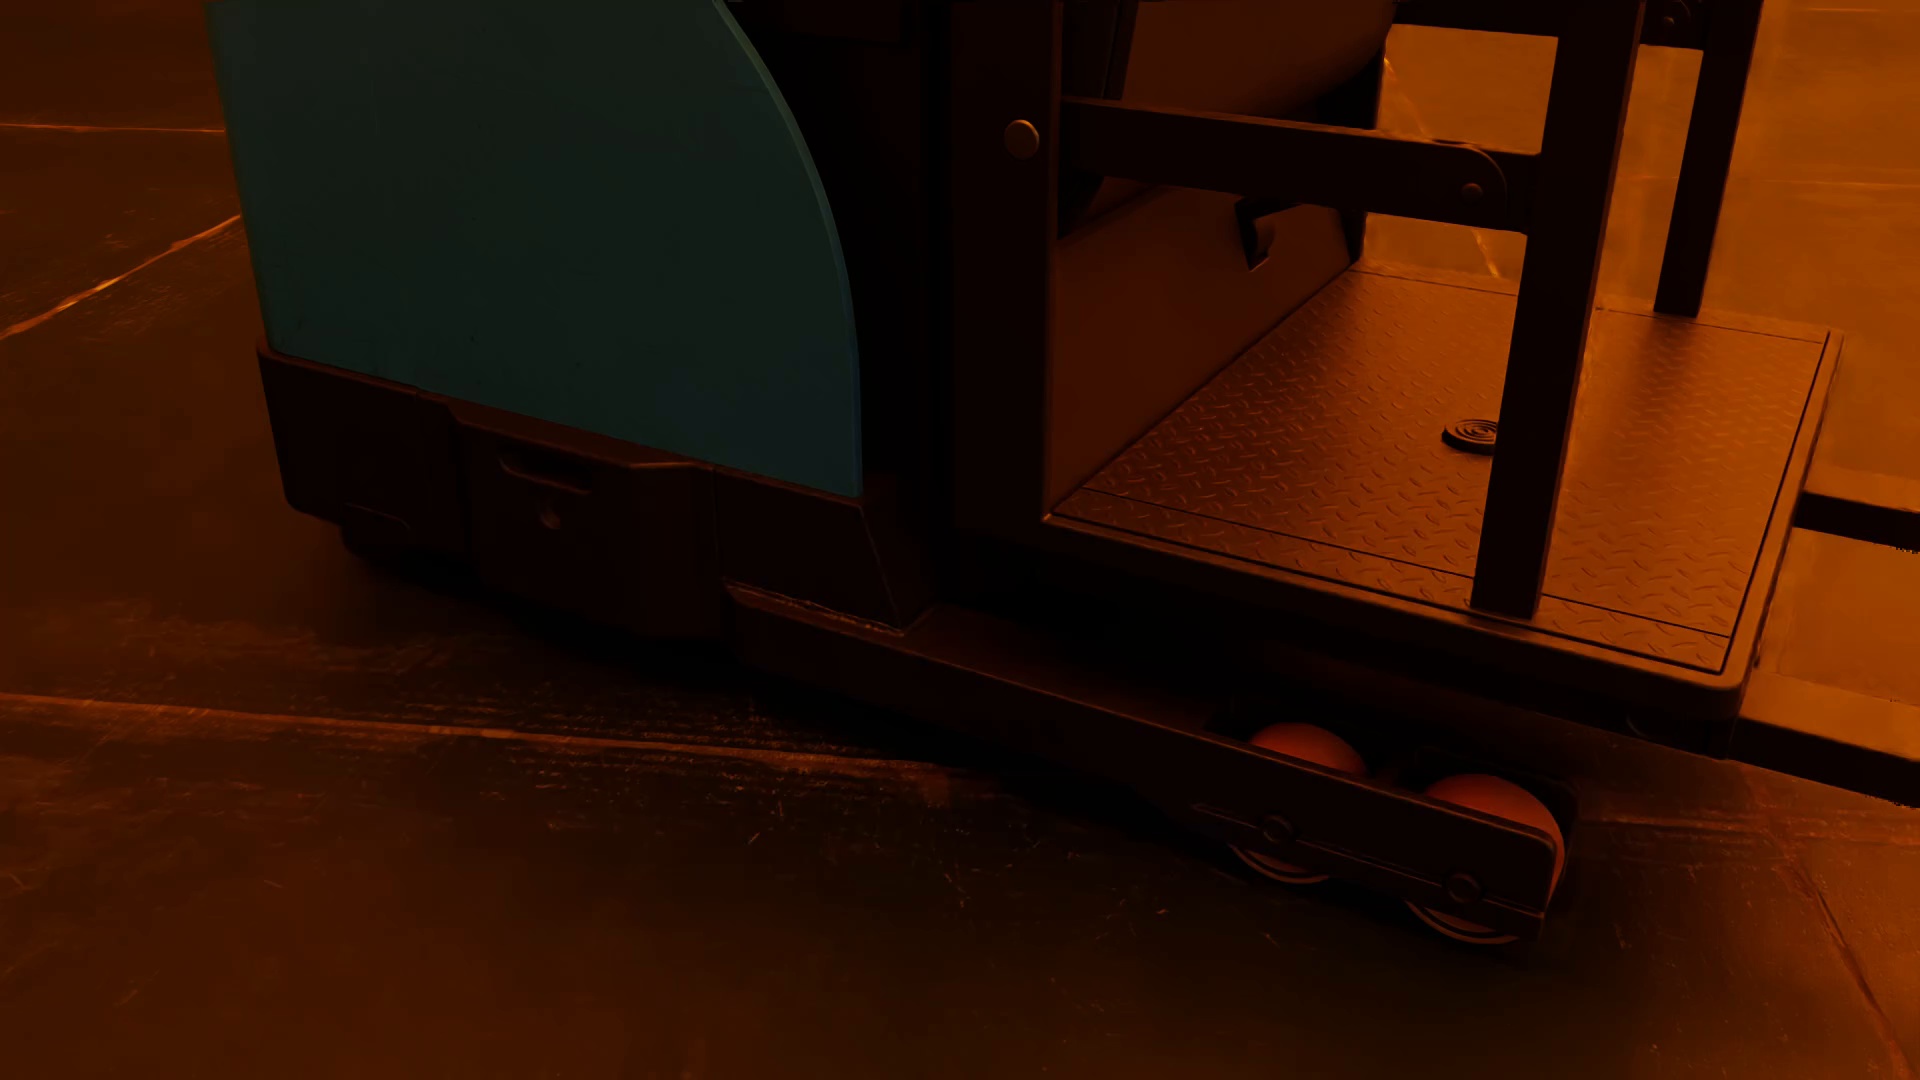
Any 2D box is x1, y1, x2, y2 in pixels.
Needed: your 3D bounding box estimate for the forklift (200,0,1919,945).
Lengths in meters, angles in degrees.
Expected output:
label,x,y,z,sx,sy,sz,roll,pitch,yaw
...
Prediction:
label,x,y,z,sx,sy,sz,roll,pitch,yaw
forklift,0.529,-1.176,1.574,3.031,2.935,1.130,14,30,26
